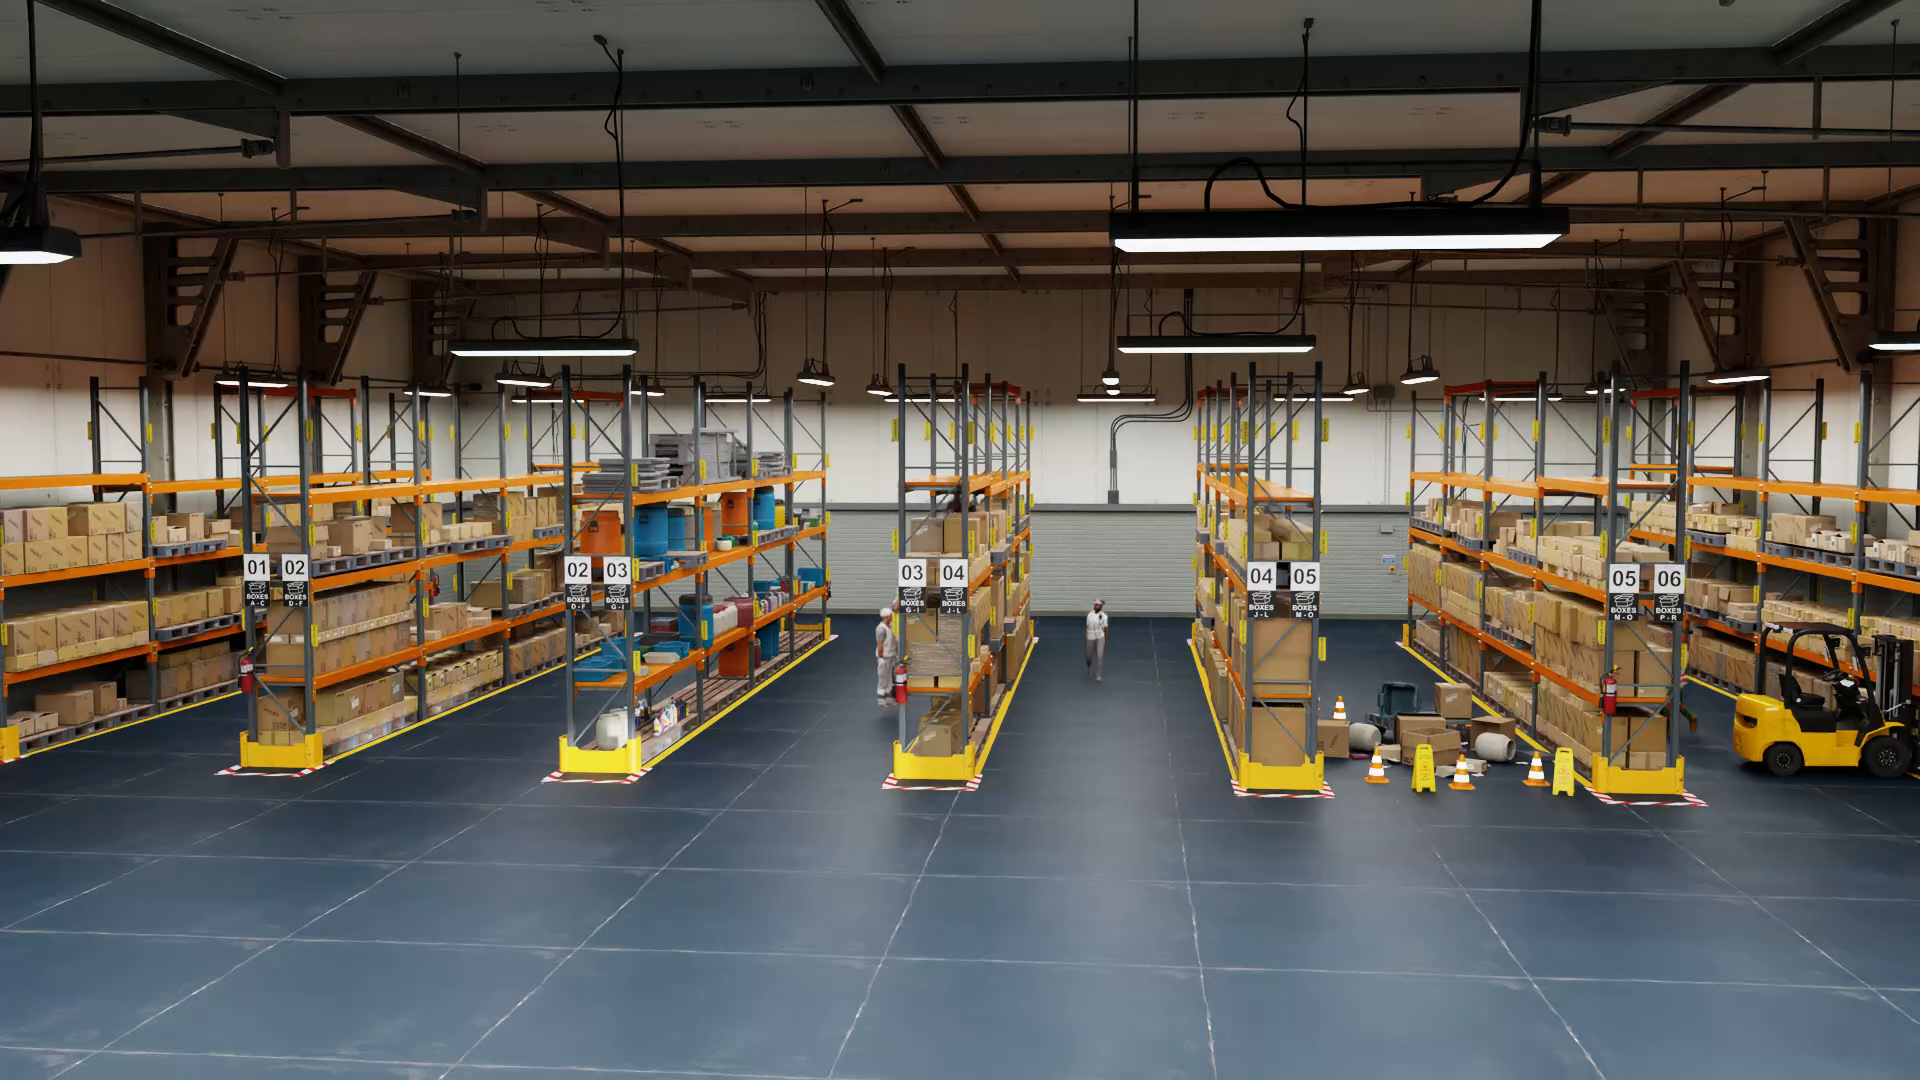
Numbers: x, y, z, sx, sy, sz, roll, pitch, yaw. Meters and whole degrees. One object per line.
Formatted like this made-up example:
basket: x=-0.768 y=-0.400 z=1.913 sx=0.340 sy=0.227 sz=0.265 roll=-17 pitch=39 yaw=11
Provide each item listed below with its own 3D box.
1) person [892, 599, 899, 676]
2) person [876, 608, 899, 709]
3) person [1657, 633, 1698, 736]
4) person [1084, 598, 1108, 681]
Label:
person: x=-1.239 y=1.972 z=32.716 sx=0.492 sy=1.593 sz=1.037 roll=1 pitch=4 yaw=11
person: x=-1.294 y=2.085 z=29.363 sx=0.362 sy=1.795 sz=0.557 roll=1 pitch=4 yaw=22
person: x=11.767 y=2.380 z=27.403 sx=0.560 sy=1.747 sz=0.733 roll=-2 pitch=4 yaw=-27
person: x=2.761 y=1.996 z=33.698 sx=0.485 sy=1.663 sz=0.665 roll=0 pitch=4 yaw=4
